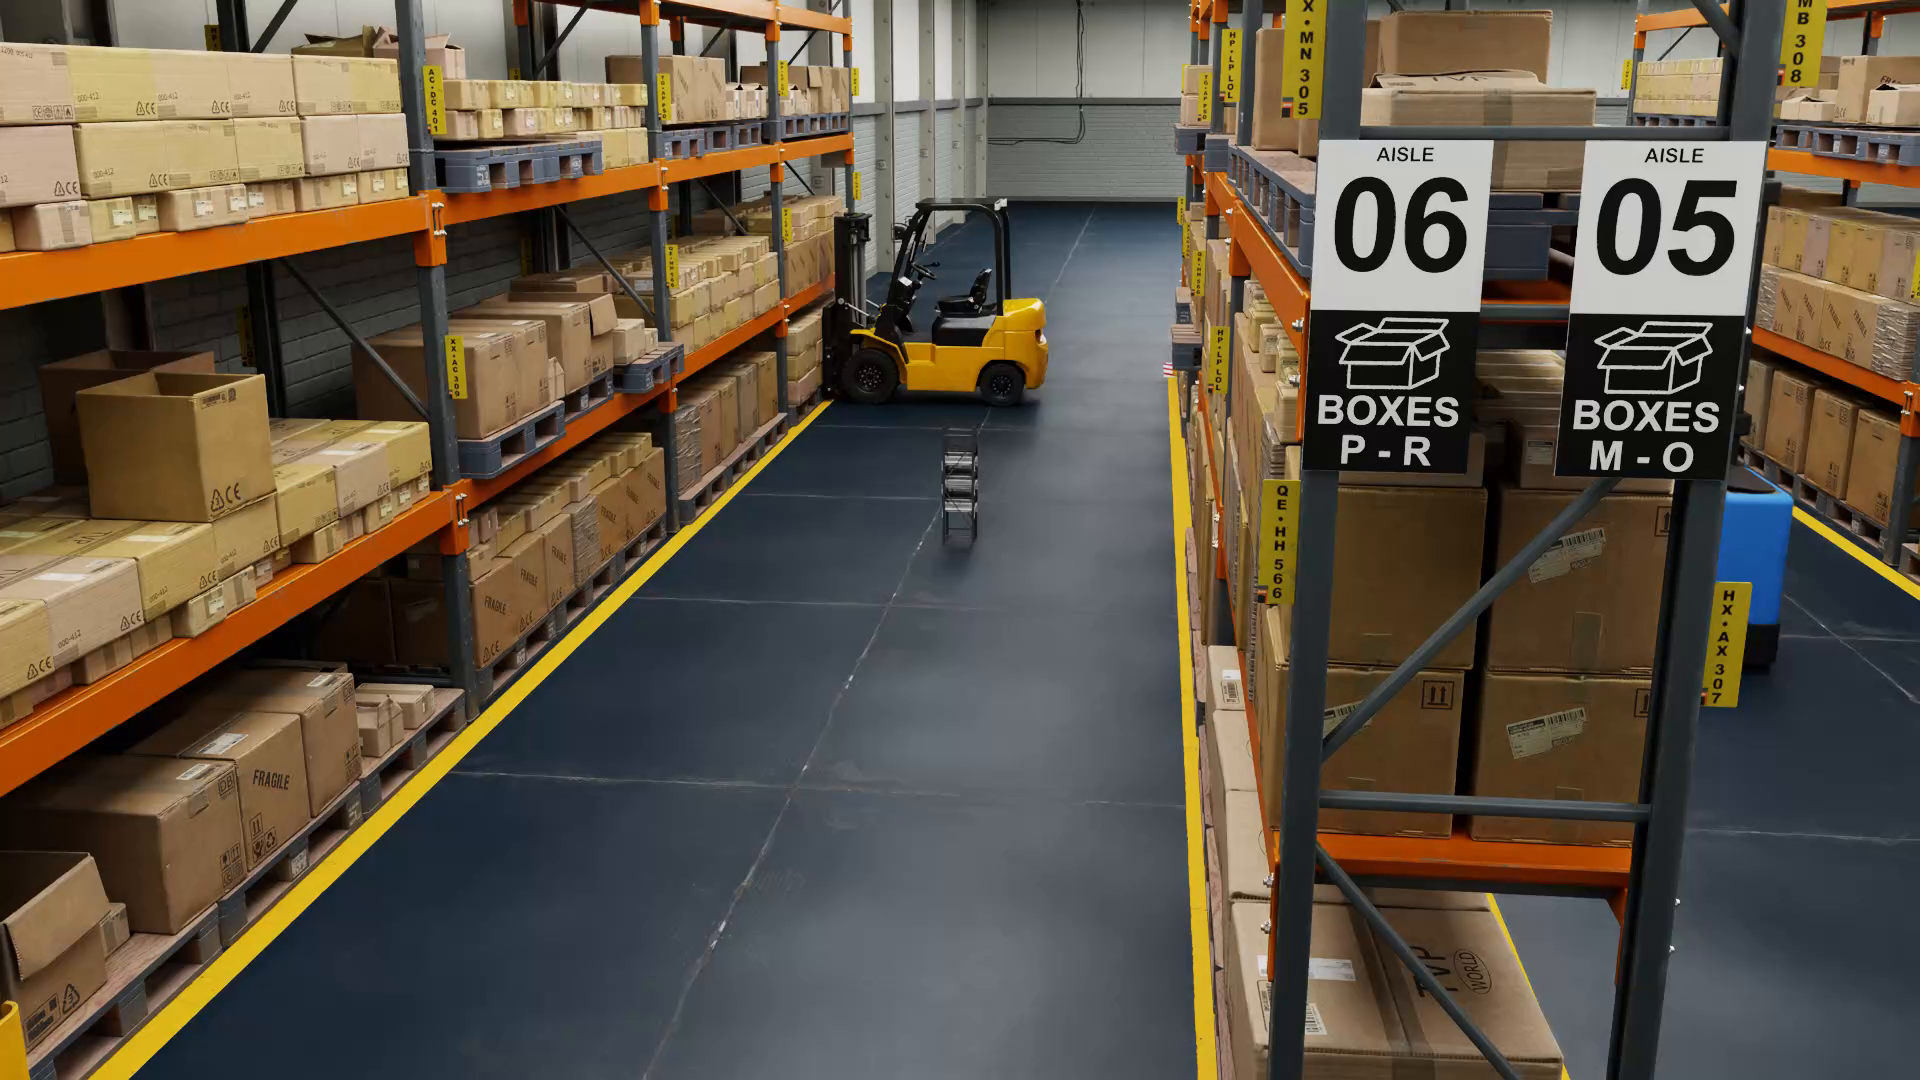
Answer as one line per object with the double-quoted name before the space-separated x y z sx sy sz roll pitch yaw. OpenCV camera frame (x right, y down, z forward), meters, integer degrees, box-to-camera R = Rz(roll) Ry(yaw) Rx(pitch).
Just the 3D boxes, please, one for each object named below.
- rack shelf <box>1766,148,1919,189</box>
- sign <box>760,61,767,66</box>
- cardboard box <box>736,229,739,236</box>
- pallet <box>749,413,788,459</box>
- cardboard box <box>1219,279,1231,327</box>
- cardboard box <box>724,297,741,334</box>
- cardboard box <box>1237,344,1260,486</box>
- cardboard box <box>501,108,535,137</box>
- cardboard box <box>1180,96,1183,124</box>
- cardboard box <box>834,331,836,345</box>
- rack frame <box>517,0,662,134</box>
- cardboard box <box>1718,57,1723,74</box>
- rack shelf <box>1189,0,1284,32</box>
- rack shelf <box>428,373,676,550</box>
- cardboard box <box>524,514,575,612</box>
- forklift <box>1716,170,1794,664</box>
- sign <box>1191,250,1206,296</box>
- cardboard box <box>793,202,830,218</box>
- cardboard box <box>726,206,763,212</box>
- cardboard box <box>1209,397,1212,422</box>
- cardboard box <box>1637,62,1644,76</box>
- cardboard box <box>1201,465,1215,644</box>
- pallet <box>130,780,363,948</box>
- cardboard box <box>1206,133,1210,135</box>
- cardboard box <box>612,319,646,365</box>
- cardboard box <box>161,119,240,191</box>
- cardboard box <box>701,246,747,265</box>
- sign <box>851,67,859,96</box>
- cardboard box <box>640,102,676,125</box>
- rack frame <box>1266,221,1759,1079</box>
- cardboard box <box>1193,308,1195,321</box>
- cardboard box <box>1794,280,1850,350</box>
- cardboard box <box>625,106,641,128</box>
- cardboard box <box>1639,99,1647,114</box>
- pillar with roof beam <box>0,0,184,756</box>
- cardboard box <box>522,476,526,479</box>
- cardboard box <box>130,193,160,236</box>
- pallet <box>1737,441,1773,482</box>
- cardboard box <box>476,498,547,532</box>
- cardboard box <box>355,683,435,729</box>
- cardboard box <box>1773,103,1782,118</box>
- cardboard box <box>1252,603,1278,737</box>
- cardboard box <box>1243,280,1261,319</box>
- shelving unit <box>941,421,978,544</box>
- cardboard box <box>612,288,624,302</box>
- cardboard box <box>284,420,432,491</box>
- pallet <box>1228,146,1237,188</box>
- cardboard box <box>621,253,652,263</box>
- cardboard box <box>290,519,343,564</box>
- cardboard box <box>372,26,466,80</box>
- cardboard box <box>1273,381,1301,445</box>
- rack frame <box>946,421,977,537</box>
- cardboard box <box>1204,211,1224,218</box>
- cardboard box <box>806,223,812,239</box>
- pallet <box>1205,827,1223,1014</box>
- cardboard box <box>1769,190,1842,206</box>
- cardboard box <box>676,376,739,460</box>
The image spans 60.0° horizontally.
"rack shelf" 7.408 -2.875 13.181 1.077 0.370 4.000 2 15 6
"sign" -2.328 -5.522 19.763 0.100 0.325 0.005 2 15 6
"cardboard box" -2.454 -3.076 16.859 0.380 0.149 0.250 1 15 5
"pallet" -2.273 -1.020 16.029 1.003 0.211 1.213 2 15 6
"cardboard box" 1.653 -1.127 8.975 0.500 0.500 0.500 2 15 7
"cardboard box" -2.214 -1.955 14.432 0.500 0.250 0.500 2 15 8
"cardboard box" 1.374 -0.489 6.618 0.500 0.500 0.500 2 15 7
"cardboard box" -2.594 -2.325 9.251 0.380 0.149 0.250 2 15 7
"cardboard box" 2.239 -3.851 14.895 0.500 0.250 0.500 1 15 5
"cardboard box" -1.626 -2.313 18.973 0.500 0.250 0.500 1 15 5
"rack frame" -2.680 -4.417 11.756 1.000 3.000 0.127 2 15 6
"cardboard box" 7.416 -4.491 15.735 0.380 0.149 0.250 2 15 6
"rack shelf" 2.929 -5.479 17.069 1.077 0.370 4.000 2 15 6
"rack shelf" -2.906 -0.655 10.715 1.077 0.370 4.000 2 15 6
"cardboard box" -2.742 0.134 10.404 0.500 0.500 0.500 1 15 5
"forklift" 4.444 -1.026 10.840 1.130 2.935 3.031 2 15 7
"sign" 1.712 -1.910 11.912 0.100 0.325 0.005 2 15 6
"cardboard box" -1.653 -3.667 18.475 0.380 0.149 0.250 2 15 7
"cardboard box" -2.316 -3.486 17.804 0.380 0.149 0.250 2 15 6
"cardboard box" 1.842 -0.914 10.583 0.500 0.250 0.500 2 15 8
"cardboard box" 7.731 -5.216 18.417 0.380 0.149 0.250 2 15 7
"cardboard box" 1.886 0.087 9.859 0.875 0.875 0.875 2 15 8
"pallet" -3.345 1.358 7.235 1.003 0.211 1.213 2 15 6
"cardboard box" 2.436 -3.831 15.817 0.380 0.149 0.250 2 15 7
"cardboard box" -2.477 -1.368 11.457 0.500 0.250 0.500 1 15 4
"cardboard box" -3.119 -1.472 6.329 0.500 0.250 0.500 1 15 5
"cardboard box" -2.127 -2.557 14.937 0.380 0.149 0.250 1 15 5
"sign" -1.240 -5.413 19.644 0.100 0.325 0.005 2 15 6
"cardboard box" -2.339 -3.188 12.412 0.380 0.166 0.250 2 15 6
"rack frame" 1.350 0.699 4.329 1.000 3.000 0.127 2 15 6
"cardboard box" 2.034 -1.752 13.072 0.380 0.149 0.250 1 15 4
"cardboard box" 7.134 -1.821 13.458 0.500 0.500 0.500 2 15 7
"cardboard box" -2.481 -2.990 11.749 0.380 0.149 0.250 2 15 7
"cardboard box" 7.700 -4.763 18.268 0.380 0.149 0.250 2 15 7
"pillar with roof beam" 0.172 -3.098 6.881 9.100 9.000 0.400 2 15 6
"cardboard box" -3.158 -0.432 11.254 0.380 0.149 0.250 1 15 5
"cardboard box" -3.147 -1.179 6.010 0.380 0.149 0.250 2 15 6
"pallet" 7.621 -0.745 15.012 1.003 0.211 1.213 2 15 6
"cardboard box" -2.772 -0.154 10.226 0.380 0.149 0.250 2 15 6
"cardboard box" -2.902 0.843 8.454 0.380 0.149 0.250 1 15 5
"cardboard box" 7.357 -3.975 15.354 0.380 0.149 0.250 2 15 6
"cardboard box" 1.213 0.389 5.287 0.500 0.500 0.500 1 15 5
"cardboard box" 1.508 -1.108 7.663 0.380 0.149 0.250 1 15 5
"shelving unit" -0.001 -0.432 12.537 0.258 0.900 0.210 2 15 6
"cardboard box" -2.906 -1.814 12.955 0.500 0.250 0.500 2 15 8
"cardboard box" -2.947 -0.415 8.168 0.500 0.250 0.500 2 15 8
"pallet" 1.855 -1.933 8.684 0.805 0.209 1.217 1 15 4
"cardboard box" -2.690 -2.371 14.250 0.380 0.149 0.250 2 15 8
"cardboard box" -2.987 -0.001 7.401 0.380 0.149 0.250 1 15 5
"cardboard box" -2.751 -2.472 8.434 0.396 0.266 0.258 2 15 6
"cardboard box" 1.141 -0.380 4.970 0.380 0.149 0.250 2 15 6
"rack frame" 0.011 -0.459 12.634 0.240 0.900 0.006 2 15 6
"cardboard box" 2.279 -2.724 14.182 0.380 0.149 0.250 3 15 9
"cardboard box" -1.769 -3.260 17.537 0.380 0.149 0.250 2 15 6
"pallet" 1.502 1.520 6.635 1.003 0.211 1.213 2 15 6
"cardboard box" 7.709 -2.982 15.586 0.875 0.550 0.550 2 15 6
"cardboard box" -2.454 -1.083 14.665 0.875 0.625 0.625 1 15 4
